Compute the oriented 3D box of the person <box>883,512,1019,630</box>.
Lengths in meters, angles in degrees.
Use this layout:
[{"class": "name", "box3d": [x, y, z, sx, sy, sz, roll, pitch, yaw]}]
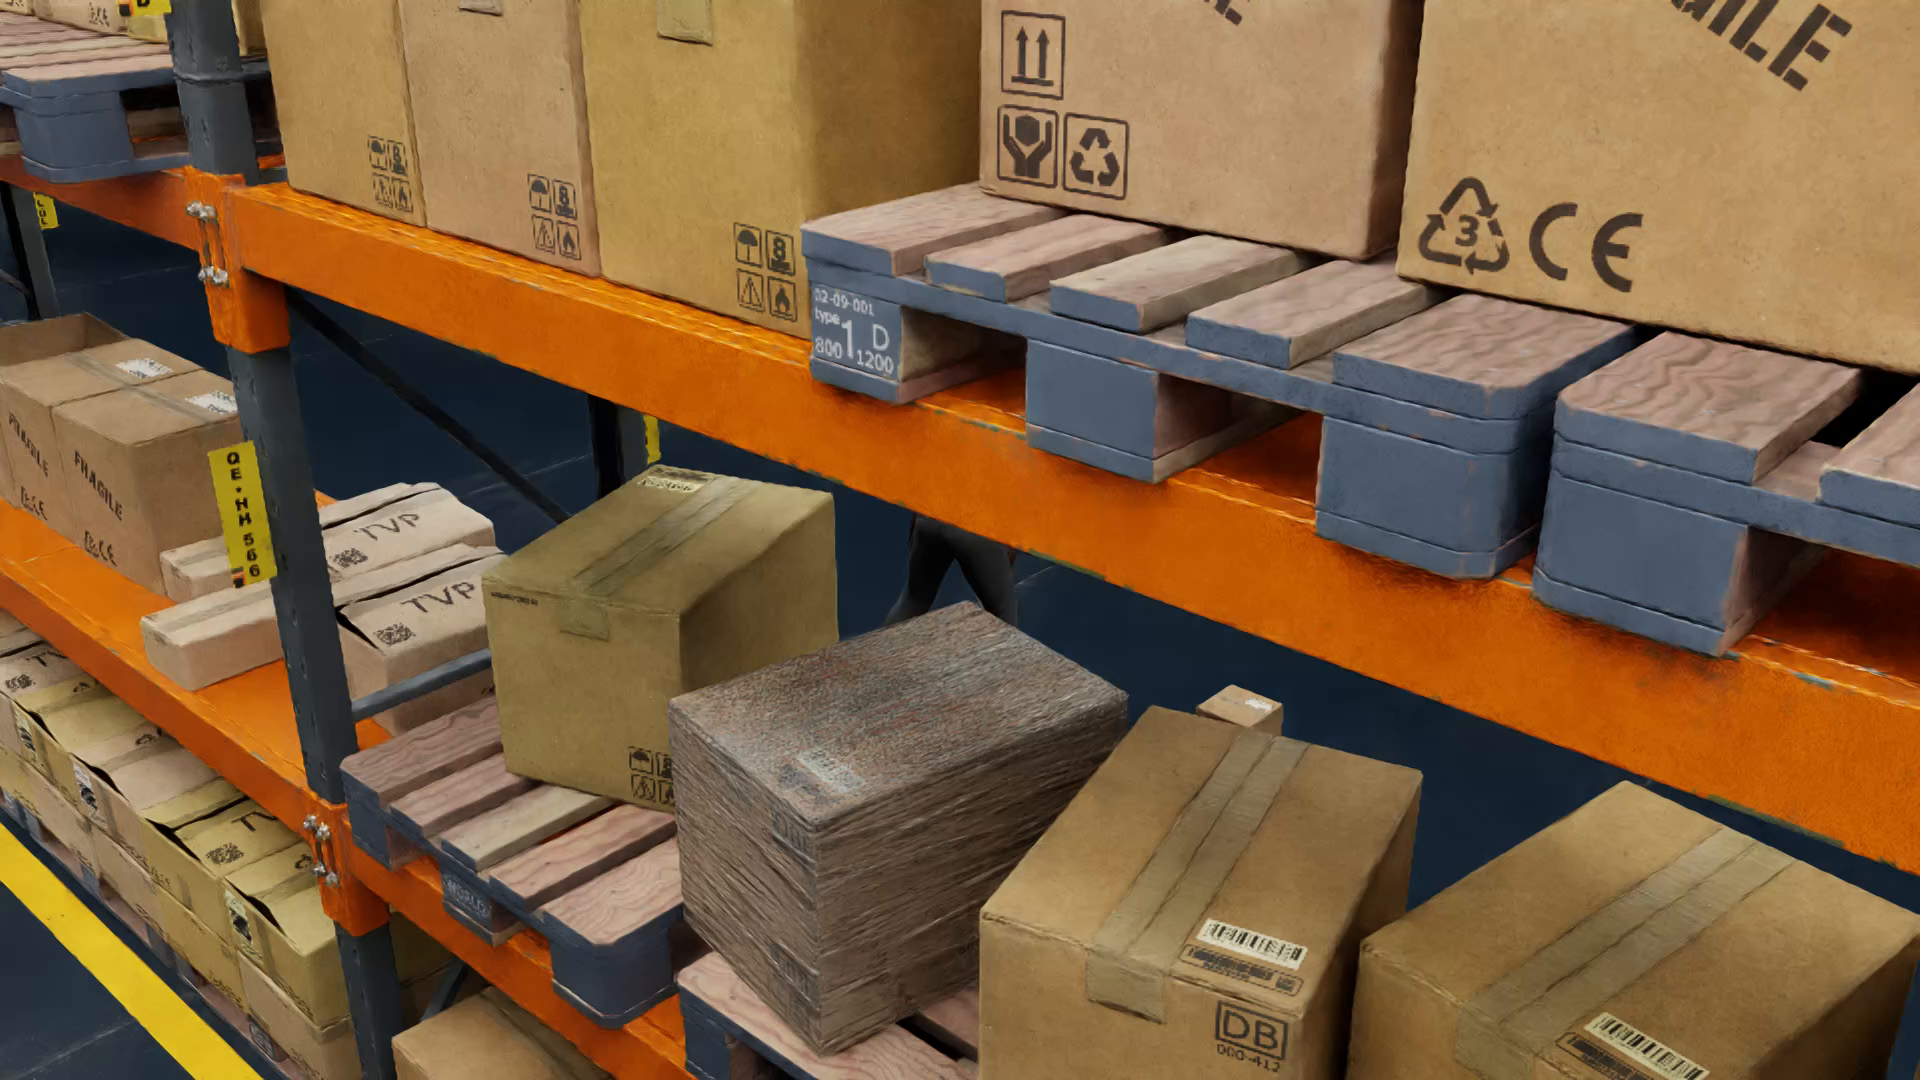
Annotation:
[{"class": "person", "box3d": [-0.017, -0.061, 6.767, 0.551, 1.659, 0.595, -22, 32, -40]}]
